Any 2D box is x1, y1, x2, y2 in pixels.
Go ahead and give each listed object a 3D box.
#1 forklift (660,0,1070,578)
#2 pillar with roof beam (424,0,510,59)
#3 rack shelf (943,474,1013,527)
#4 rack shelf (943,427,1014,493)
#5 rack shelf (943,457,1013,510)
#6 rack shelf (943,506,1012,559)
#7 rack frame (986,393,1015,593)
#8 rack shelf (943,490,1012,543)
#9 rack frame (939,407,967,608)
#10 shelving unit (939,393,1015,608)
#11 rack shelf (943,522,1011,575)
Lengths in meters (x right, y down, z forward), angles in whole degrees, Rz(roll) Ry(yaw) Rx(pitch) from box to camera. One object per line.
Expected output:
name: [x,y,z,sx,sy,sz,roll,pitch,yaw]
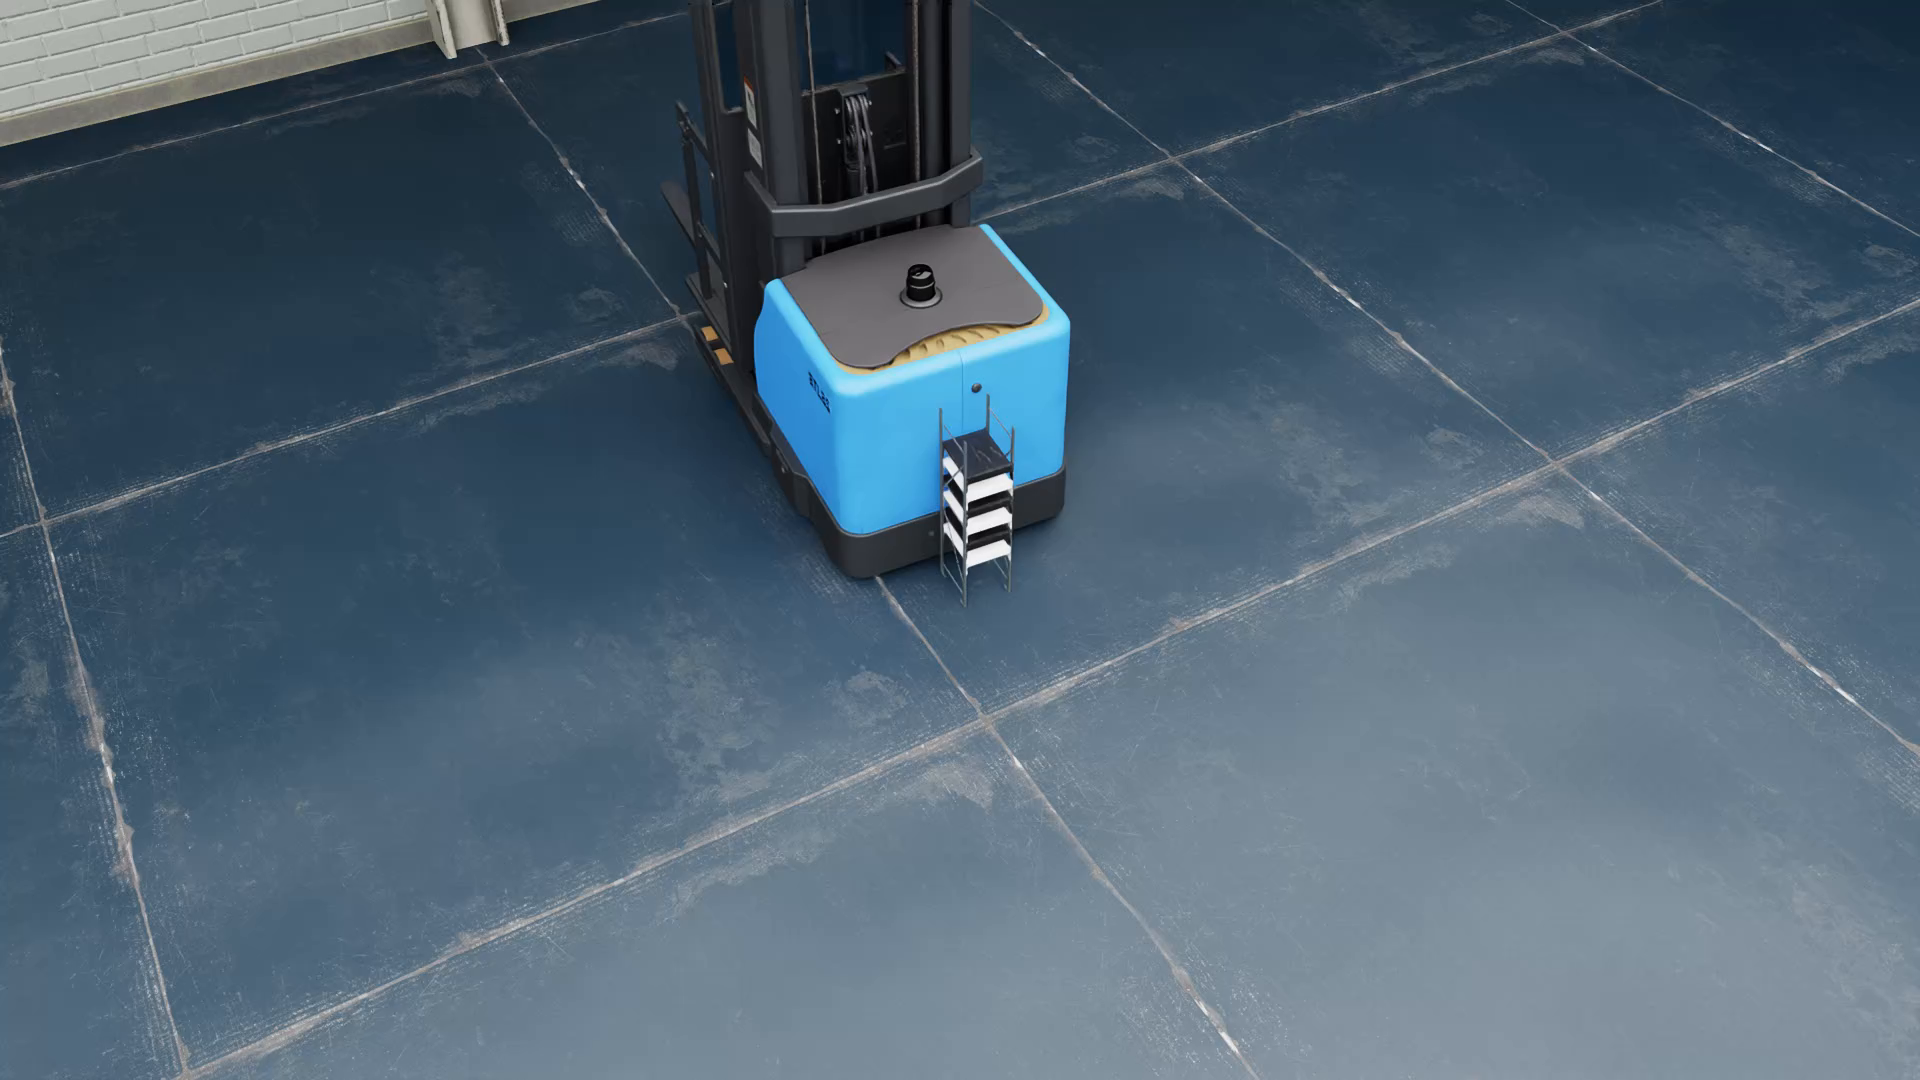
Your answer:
forklift: [-0.634,-1.926,7.059,1.130,2.935,3.031,-18,47,-18]
pillar with roof beam: [-0.908,-3.749,4.581,0.400,9.000,9.100,-22,48,-21]
rack shelf: [0.064,-0.186,6.643,0.200,0.077,0.258,-18,47,-18]
rack shelf: [0.064,-0.315,6.517,0.200,0.077,0.258,-18,47,-18]
rack shelf: [0.064,-0.250,6.580,0.200,0.077,0.258,-18,47,-18]
rack shelf: [0.064,-0.057,6.769,0.200,0.077,0.258,-18,47,-18]
rack frame: [0.156,-0.176,6.714,0.006,0.900,0.240,-18,47,-18]
rack shelf: [0.064,-0.121,6.706,0.200,0.077,0.258,-18,47,-18]
rack frame: [-0.028,-0.115,6.651,0.006,0.900,0.240,-18,47,-18]
shelving unit: [0.064,-0.145,6.682,0.210,0.900,0.258,-18,47,-18]
rack shelf: [0.064,0.007,6.831,0.200,0.077,0.258,-18,47,-18]
